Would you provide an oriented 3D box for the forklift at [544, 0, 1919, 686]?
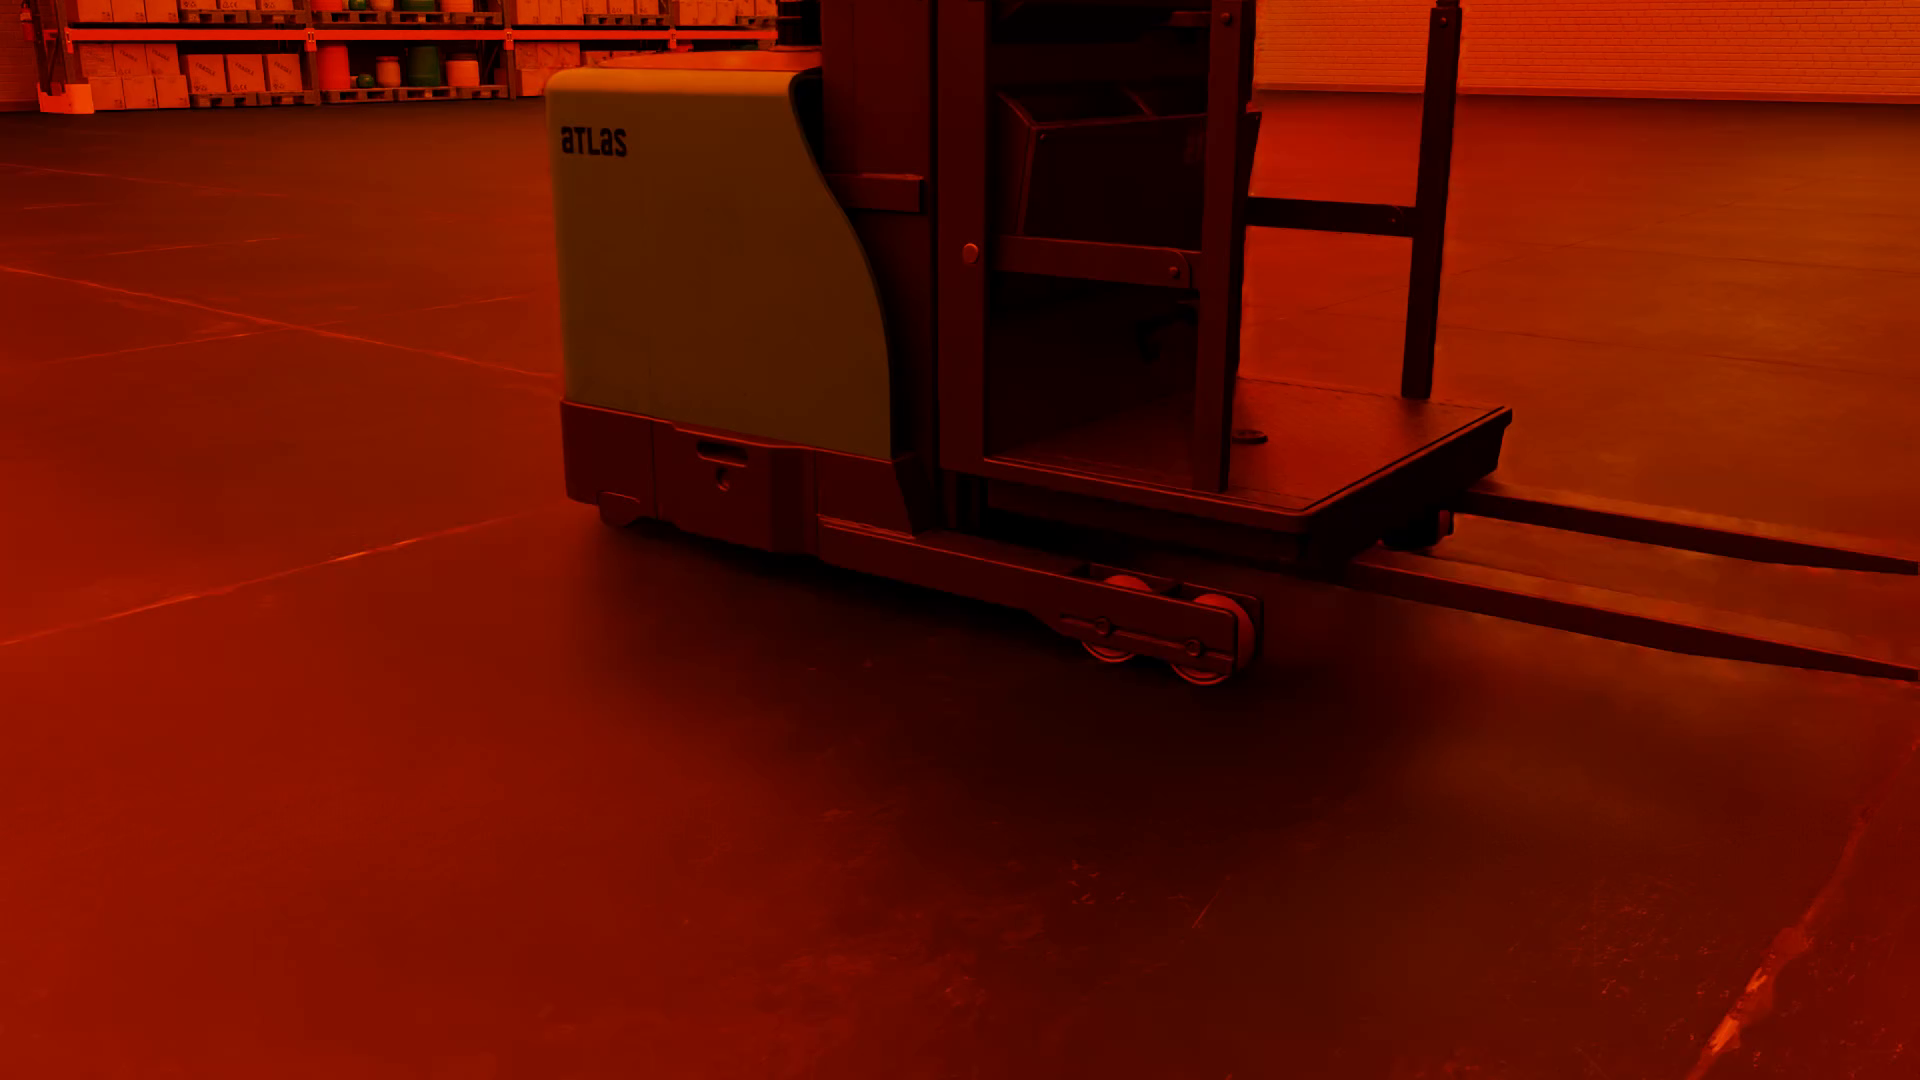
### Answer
[{"bbox_3d":[0.526,-1.309,3.210,3.031,2.935,1.130,12,21,34],"label":"forklift"}]
